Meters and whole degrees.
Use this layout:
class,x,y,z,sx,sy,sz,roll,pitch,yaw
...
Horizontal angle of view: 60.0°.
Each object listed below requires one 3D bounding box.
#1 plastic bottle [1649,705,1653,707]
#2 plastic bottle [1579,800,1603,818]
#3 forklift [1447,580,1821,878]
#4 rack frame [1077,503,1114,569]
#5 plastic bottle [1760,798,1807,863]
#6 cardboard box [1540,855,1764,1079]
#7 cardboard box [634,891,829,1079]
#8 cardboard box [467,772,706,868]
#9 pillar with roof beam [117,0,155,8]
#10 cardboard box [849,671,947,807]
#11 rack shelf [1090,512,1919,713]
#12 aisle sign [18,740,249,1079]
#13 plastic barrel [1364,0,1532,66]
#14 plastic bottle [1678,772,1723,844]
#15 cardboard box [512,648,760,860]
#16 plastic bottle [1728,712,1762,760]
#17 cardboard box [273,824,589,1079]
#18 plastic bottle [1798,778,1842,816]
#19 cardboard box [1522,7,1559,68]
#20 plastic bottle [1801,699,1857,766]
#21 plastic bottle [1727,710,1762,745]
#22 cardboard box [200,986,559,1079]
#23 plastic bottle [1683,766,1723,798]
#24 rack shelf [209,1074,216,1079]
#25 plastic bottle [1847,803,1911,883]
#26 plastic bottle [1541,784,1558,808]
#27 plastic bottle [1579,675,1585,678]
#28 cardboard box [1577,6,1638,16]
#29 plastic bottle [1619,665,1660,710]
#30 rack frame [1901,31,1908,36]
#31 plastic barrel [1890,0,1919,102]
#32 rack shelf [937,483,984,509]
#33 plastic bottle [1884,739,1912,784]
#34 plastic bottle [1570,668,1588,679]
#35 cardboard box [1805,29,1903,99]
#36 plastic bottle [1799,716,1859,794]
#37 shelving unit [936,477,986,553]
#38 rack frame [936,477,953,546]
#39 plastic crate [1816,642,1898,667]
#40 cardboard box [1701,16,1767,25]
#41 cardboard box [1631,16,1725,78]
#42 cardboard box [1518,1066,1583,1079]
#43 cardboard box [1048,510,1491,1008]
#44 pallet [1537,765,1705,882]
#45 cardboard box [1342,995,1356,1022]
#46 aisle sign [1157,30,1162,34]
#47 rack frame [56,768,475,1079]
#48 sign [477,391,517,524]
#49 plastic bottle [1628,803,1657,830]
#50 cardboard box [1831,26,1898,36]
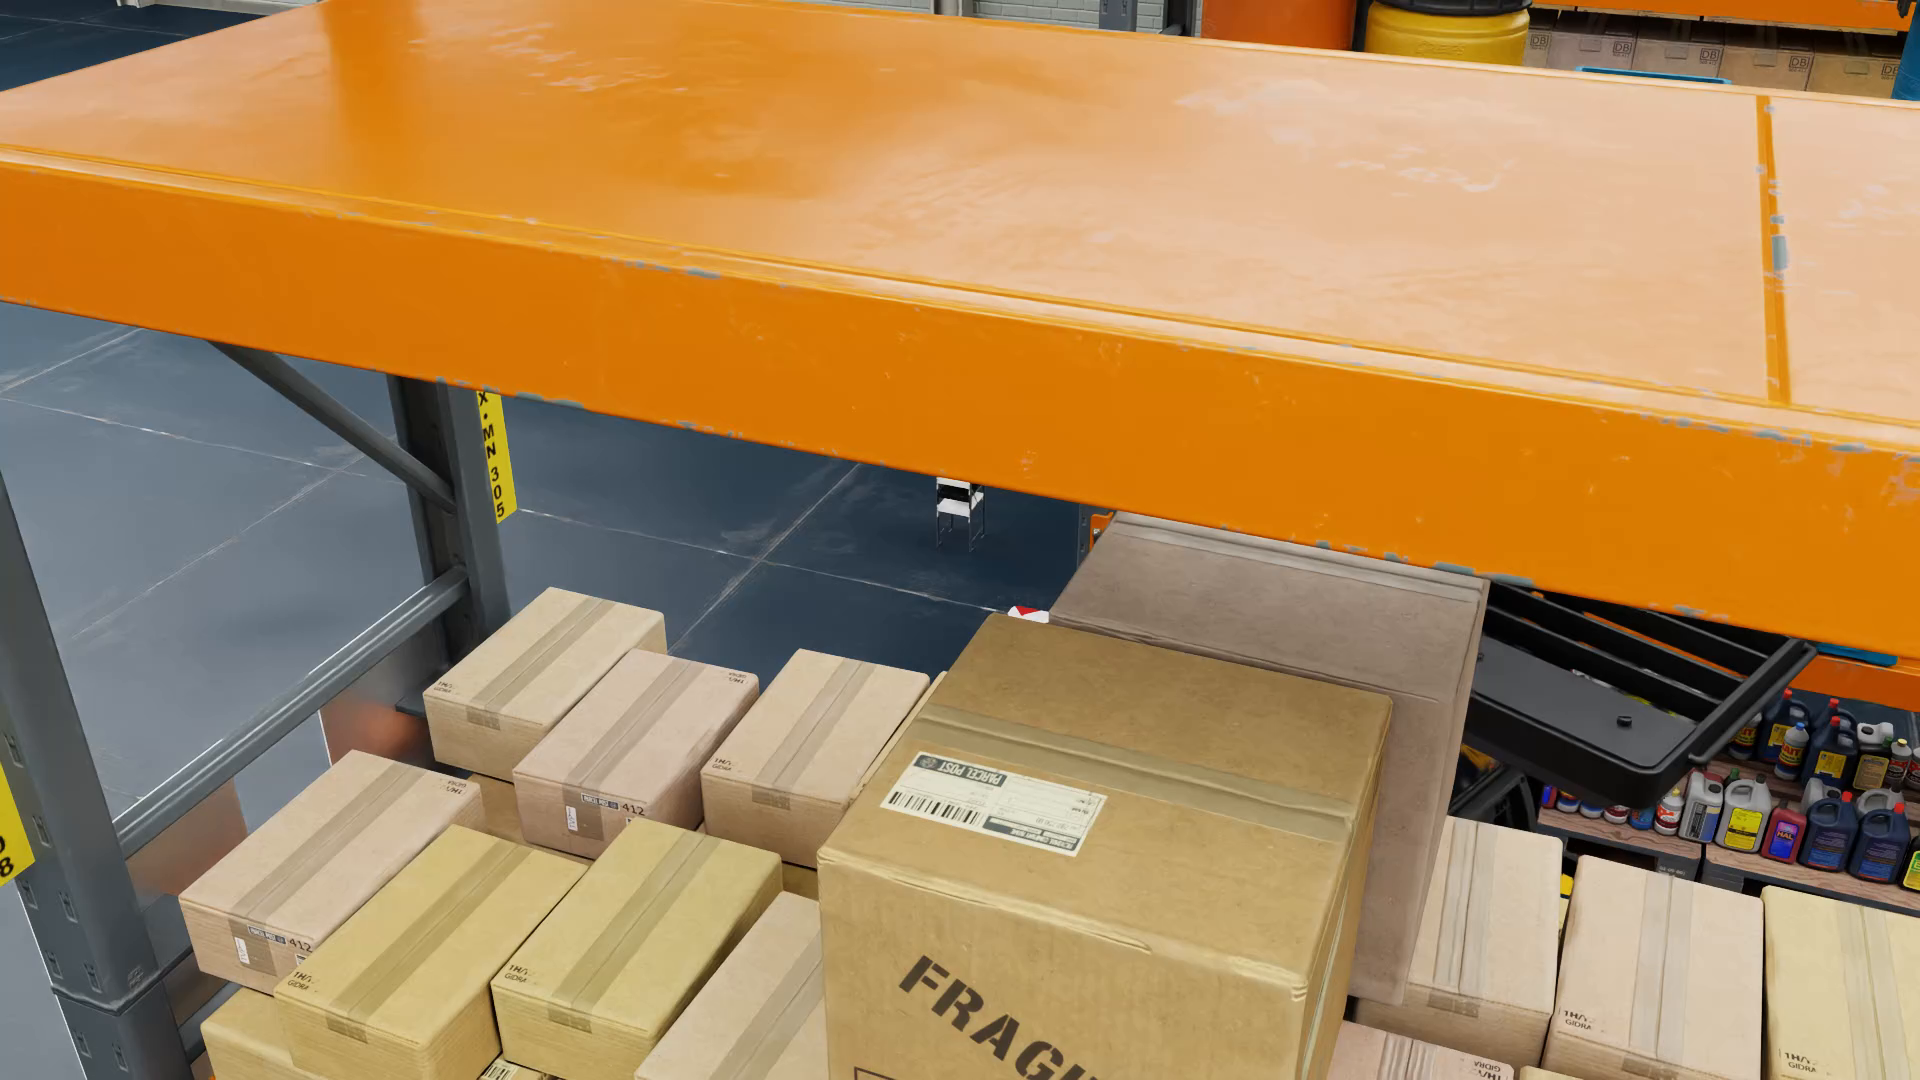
class,x,y,z,sx,sy,sz,roll,pitch,yaw
plastic bottle,3.134,0.847,7.600,0.097,0.201,0.097,0,29,0
plastic bottle,2.738,1.059,7.153,0.097,0.271,0.097,0,29,0
forklift,1.621,1.080,4.861,1.130,2.935,3.031,-26,38,-38
rack frame,0.765,-0.496,7.580,0.127,3.000,1.000,11,31,19
plastic bottle,3.422,1.200,6.891,0.133,0.283,0.061,13,32,22
cardboard box,0.950,0.631,2.284,0.250,0.149,0.380,12,32,20
cardboard box,-0.219,0.670,2.216,0.250,0.149,0.380,13,32,21
cardboard box,-0.555,0.495,2.930,0.500,0.250,0.500,12,32,20
pillar with roof beam,-12.834,-9.257,16.983,0.400,9.000,9.100,11,31,19
cardboard box,0.011,0.395,2.702,0.250,0.149,0.380,11,31,19
rack shelf,2.618,0.187,7.102,4.000,0.370,1.077,11,31,19
aisle sign,-1.267,0.756,2.723,0.004,0.787,0.394,11,31,19
plastic barrel,1.869,-1.914,6.421,0.600,0.588,0.600,0,29,0
plastic bottle,3.140,1.123,7.036,0.135,0.276,0.152,12,32,20
cardboard box,-0.525,0.359,2.766,0.250,0.149,0.380,10,31,17
plastic bottle,3.554,0.856,7.512,0.097,0.271,0.097,0,29,0
cardboard box,-0.725,0.596,2.345,0.250,0.149,0.380,12,32,20
plastic bottle,3.621,1.142,7.001,0.135,0.276,0.152,11,31,19
cardboard box,3.597,-3.166,10.882,0.500,0.500,0.700,10,31,18
plastic bottle,3.880,0.867,7.413,0.185,0.351,0.144,12,32,20
plastic bottle,3.567,0.812,7.579,0.133,0.283,0.061,13,32,21
cardboard box,-0.748,0.728,2.517,0.500,0.250,0.500,12,32,21
plastic bottle,3.180,1.071,7.120,0.133,0.283,0.061,11,31,19
rack shelf,0.756,1.139,2.369,4.000,0.370,1.077,11,31,19
plastic bottle,3.766,1.218,6.792,0.185,0.351,0.144,10,31,18
plastic bottle,2.531,1.022,7.206,0.133,0.283,0.061,12,32,20
plastic bottle,2.815,0.742,7.702,0.133,0.283,0.061,11,31,19
cardboard box,5.750,-4.864,14.676,0.500,0.500,0.500,10,31,17
plastic bottle,3.138,0.719,7.675,0.185,0.351,0.144,13,32,21
rack frame,8.196,-4.274,14.262,0.127,3.000,1.000,11,31,19
plastic barrel,3.589,-1.696,5.718,0.708,0.901,0.600,11,31,19
rack shelf,0.008,-0.283,9.587,0.200,0.077,0.258,11,31,19
plastic bottle,4.153,0.974,7.375,0.097,0.201,0.097,0,29,0
plastic bottle,2.855,0.697,7.790,0.135,0.276,0.152,12,31,19
cardboard box,5.455,-2.795,10.226,0.500,0.500,0.700,11,31,19
plastic bottle,3.825,0.933,7.297,0.185,0.351,0.144,11,31,19
shelving unit,0.008,-0.390,9.526,0.210,0.900,0.258,11,31,19
rack frame,-0.087,-0.409,9.559,0.006,0.900,0.240,11,31,19
plastic crate,3.344,0.227,6.450,0.616,0.251,0.499,11,31,19
cardboard box,6.715,-4.678,14.347,0.500,0.500,0.500,10,31,18
cardboard box,4.529,-2.980,10.554,0.500,0.500,0.700,11,31,19
cardboard box,0.760,0.828,1.936,0.250,0.149,0.380,10,31,17
cardboard box,0.434,0.237,2.322,0.500,0.500,0.500,11,31,19
pallet,2.730,1.089,7.608,1.213,0.211,1.003,11,31,19
cardboard box,0.380,0.684,2.595,0.500,0.250,0.500,12,32,20
aisle sign,0.810,-1.777,7.203,0.004,0.787,0.394,11,31,19
rack frame,-1.097,1.762,3.584,0.127,3.000,1.000,11,31,19
sign,-0.870,-0.179,3.069,0.005,0.325,0.100,11,31,19
plastic bottle,2.926,1.097,7.087,0.097,0.271,0.097,0,29,0
cardboard box,7.642,-4.490,14.015,0.500,0.500,0.500,11,31,19
